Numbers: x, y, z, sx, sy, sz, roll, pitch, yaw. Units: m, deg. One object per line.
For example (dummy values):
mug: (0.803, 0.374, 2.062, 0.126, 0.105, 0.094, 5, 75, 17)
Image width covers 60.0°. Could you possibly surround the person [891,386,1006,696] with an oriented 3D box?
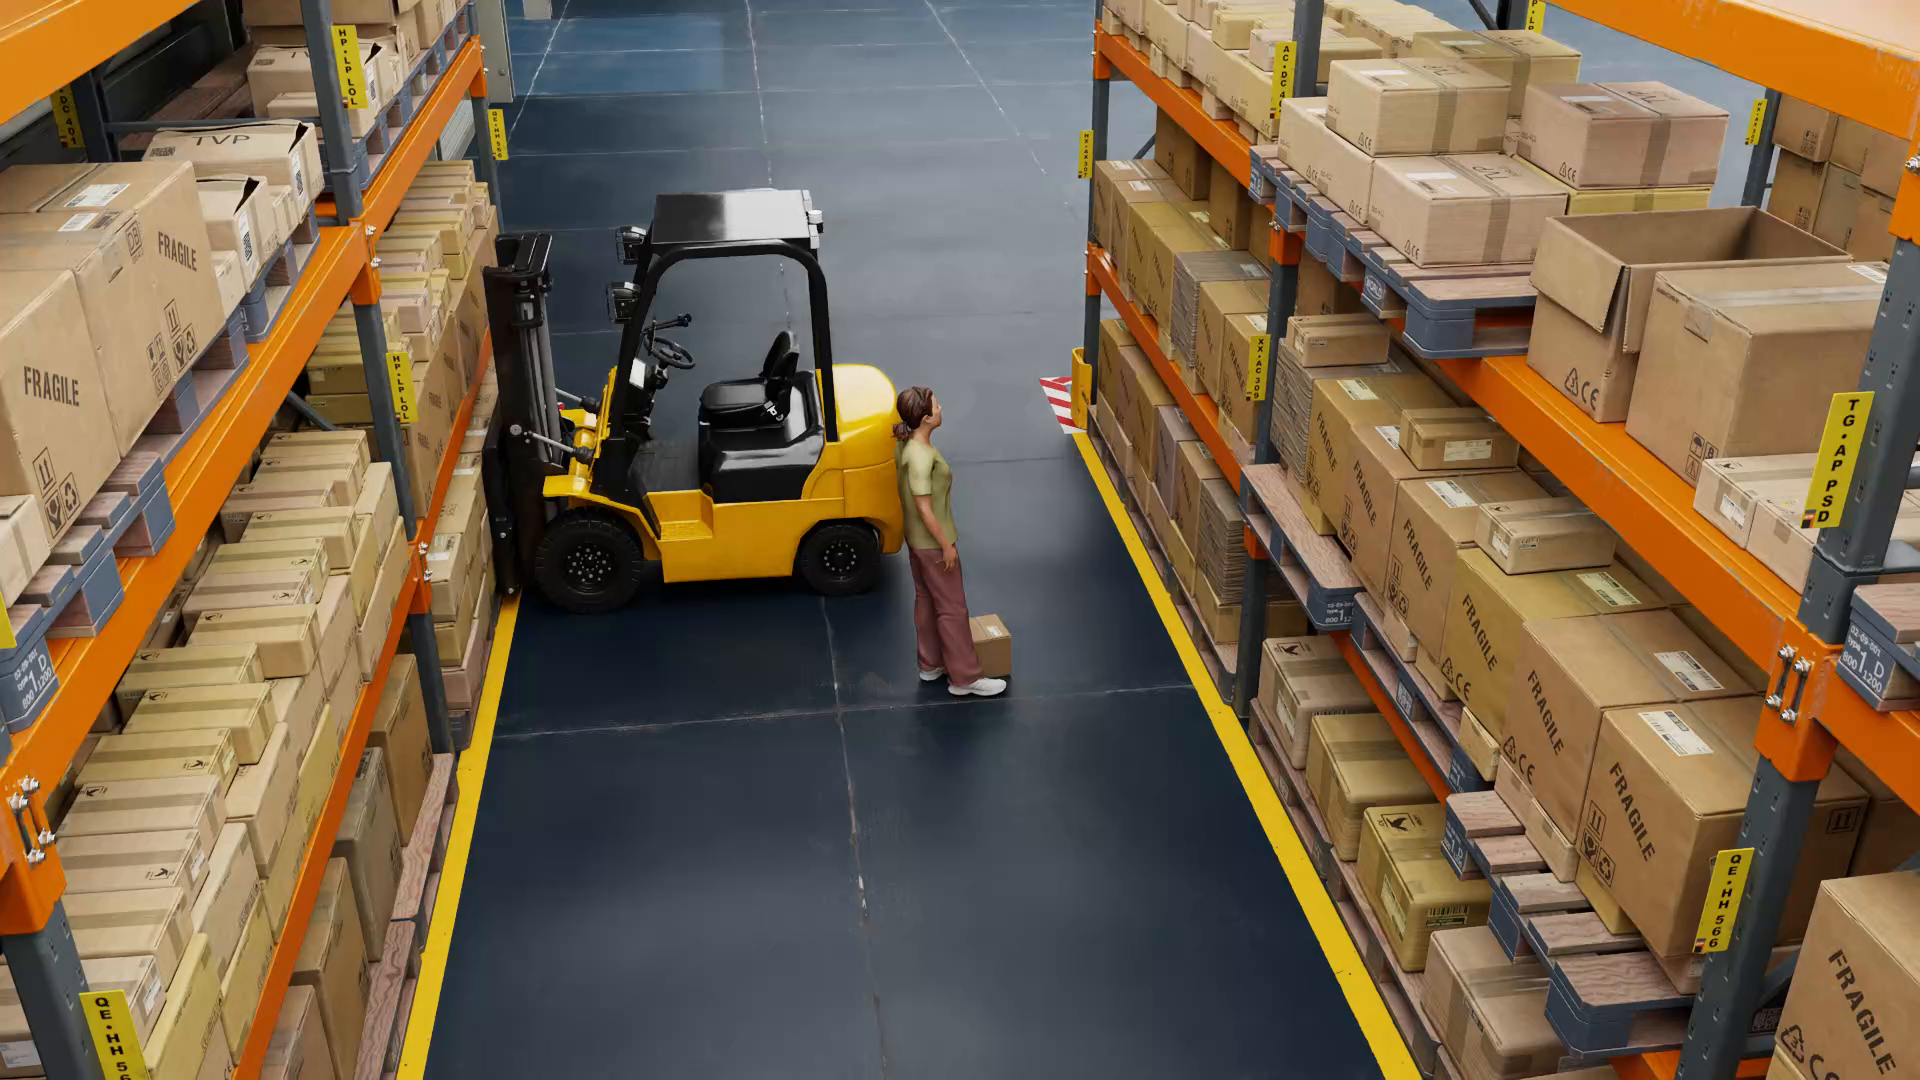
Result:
person: (-0.081, -0.012, 8.623, 0.549, 1.676, 0.554, -7, 28, -14)
